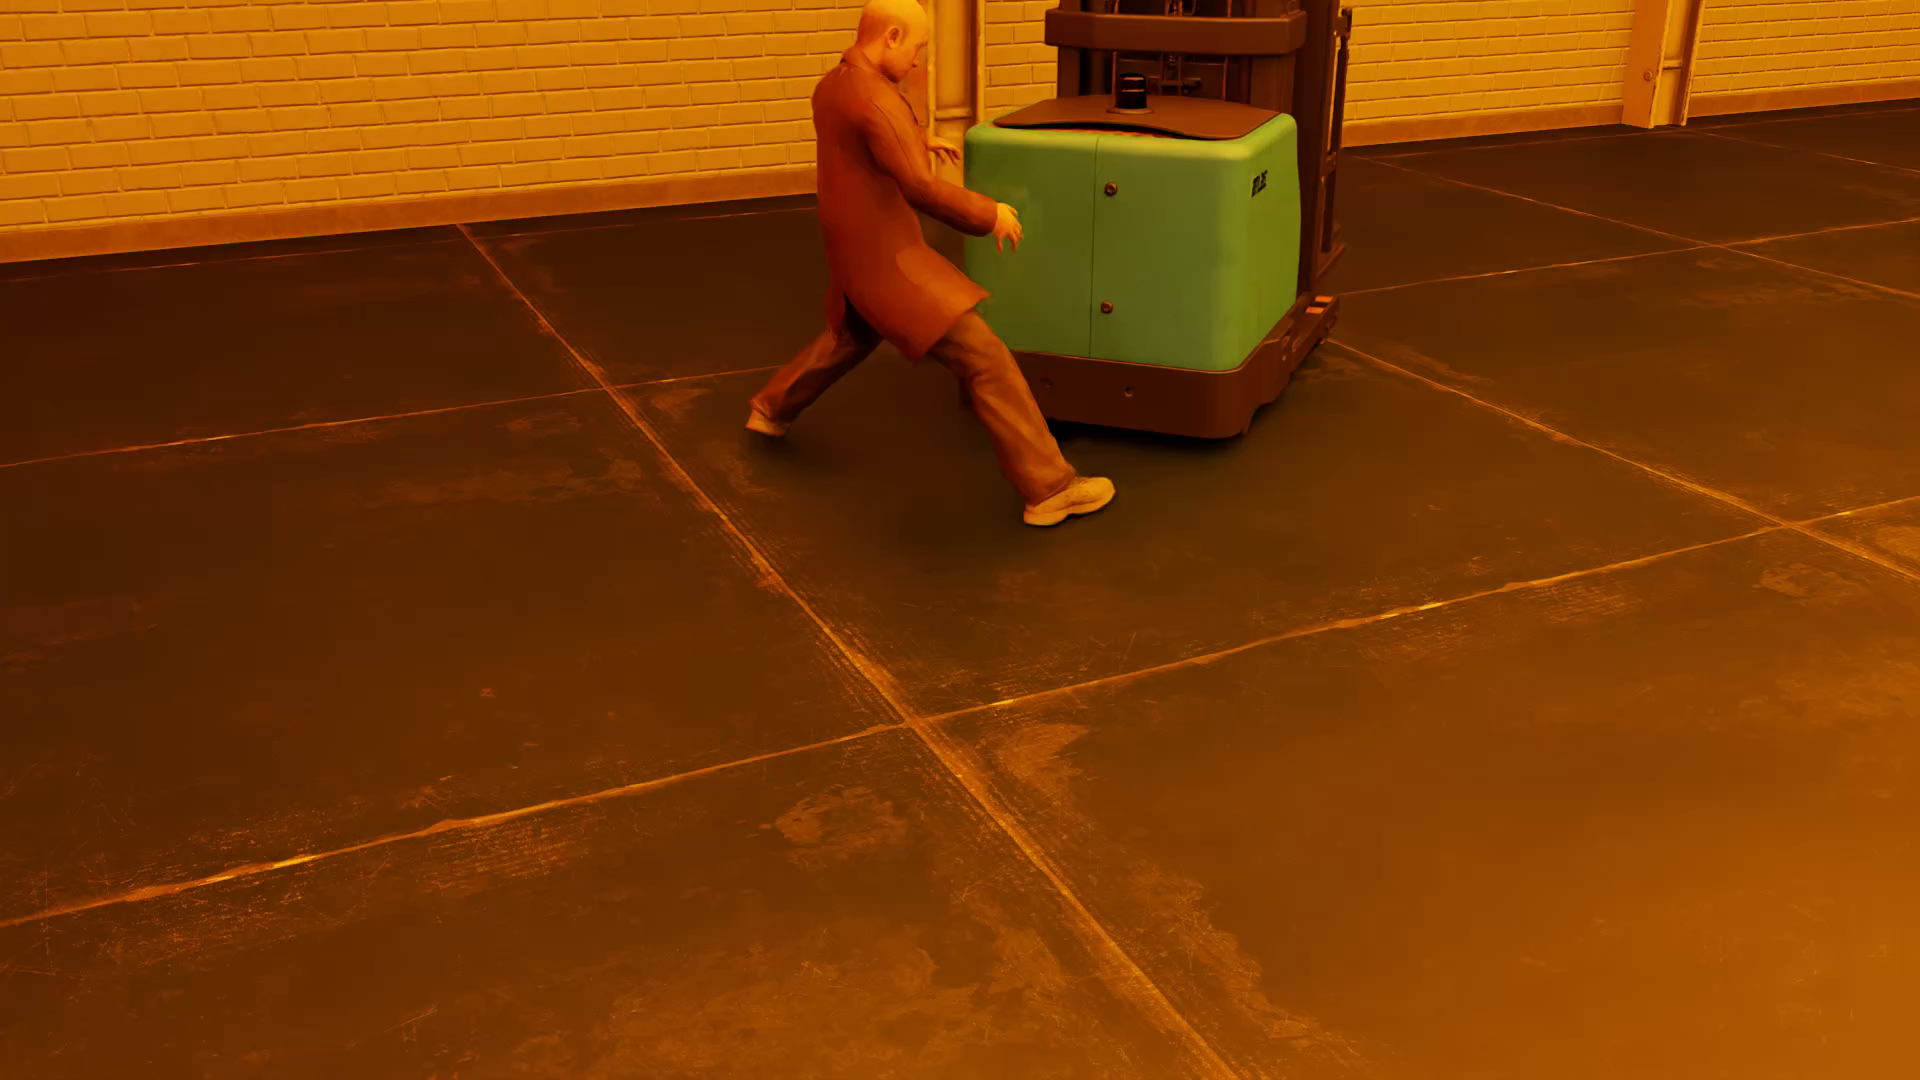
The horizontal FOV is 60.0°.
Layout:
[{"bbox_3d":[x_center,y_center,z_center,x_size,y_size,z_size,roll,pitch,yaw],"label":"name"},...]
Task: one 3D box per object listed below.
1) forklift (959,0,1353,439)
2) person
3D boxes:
[{"bbox_3d":[1.020,-2.238,6.674,1.130,2.935,3.031,9,24,20],"label":"forklift"},{"bbox_3d":[-0.149,-0.957,5.381,0.997,1.565,1.302,-8,24,-19],"label":"person"}]
